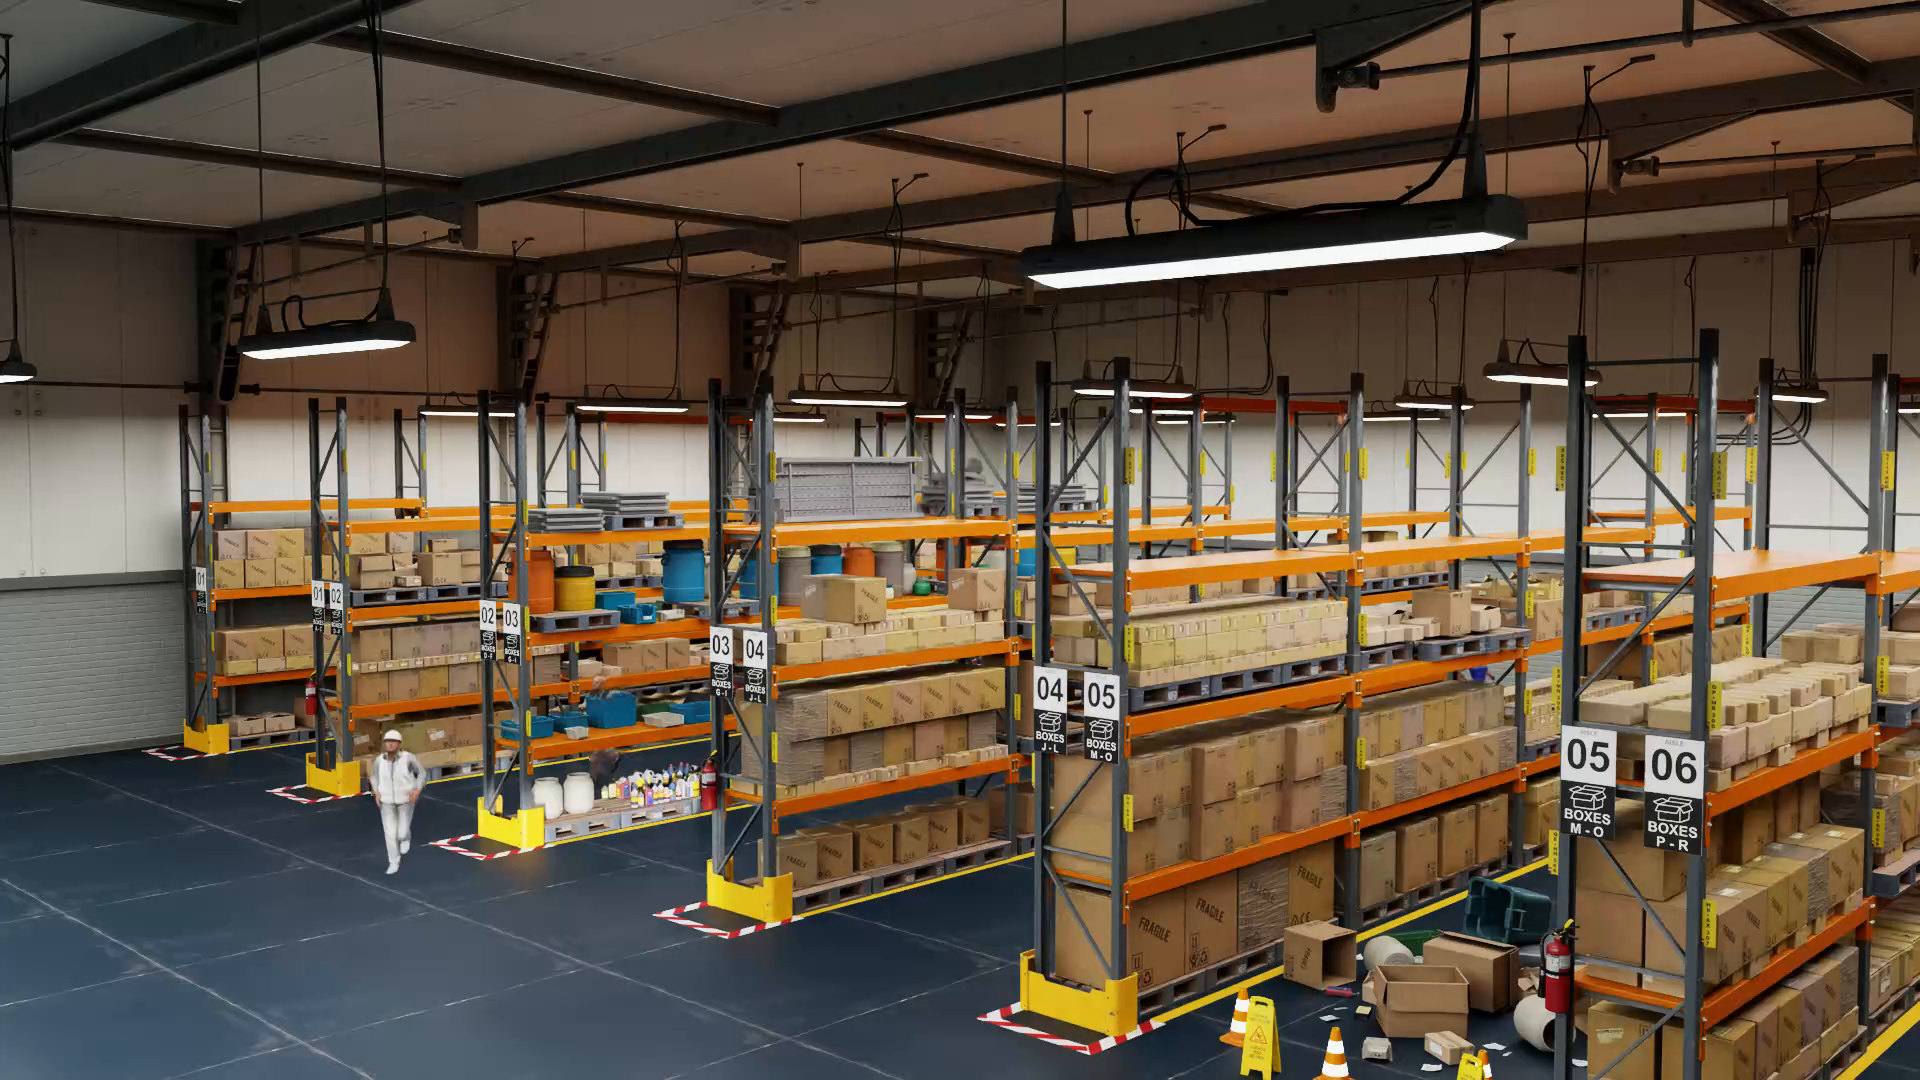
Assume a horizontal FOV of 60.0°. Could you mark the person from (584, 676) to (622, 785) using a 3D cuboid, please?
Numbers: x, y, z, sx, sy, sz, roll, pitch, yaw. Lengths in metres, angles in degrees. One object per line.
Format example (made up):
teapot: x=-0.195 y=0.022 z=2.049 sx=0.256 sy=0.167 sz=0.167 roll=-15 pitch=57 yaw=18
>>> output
person: x=-5.555 y=2.956 z=25.862 sx=0.683 sy=1.715 sz=0.948 roll=2 pitch=3 yaw=27

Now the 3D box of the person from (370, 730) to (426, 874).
person: x=-6.973 y=3.216 z=20.653 sx=0.669 sy=1.752 sz=0.652 roll=0 pitch=3 yaw=-7

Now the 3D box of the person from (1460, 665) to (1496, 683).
person: x=9.566 y=2.757 z=30.685 sx=0.646 sy=1.695 sz=0.605 roll=-2 pitch=4 yaw=-38
